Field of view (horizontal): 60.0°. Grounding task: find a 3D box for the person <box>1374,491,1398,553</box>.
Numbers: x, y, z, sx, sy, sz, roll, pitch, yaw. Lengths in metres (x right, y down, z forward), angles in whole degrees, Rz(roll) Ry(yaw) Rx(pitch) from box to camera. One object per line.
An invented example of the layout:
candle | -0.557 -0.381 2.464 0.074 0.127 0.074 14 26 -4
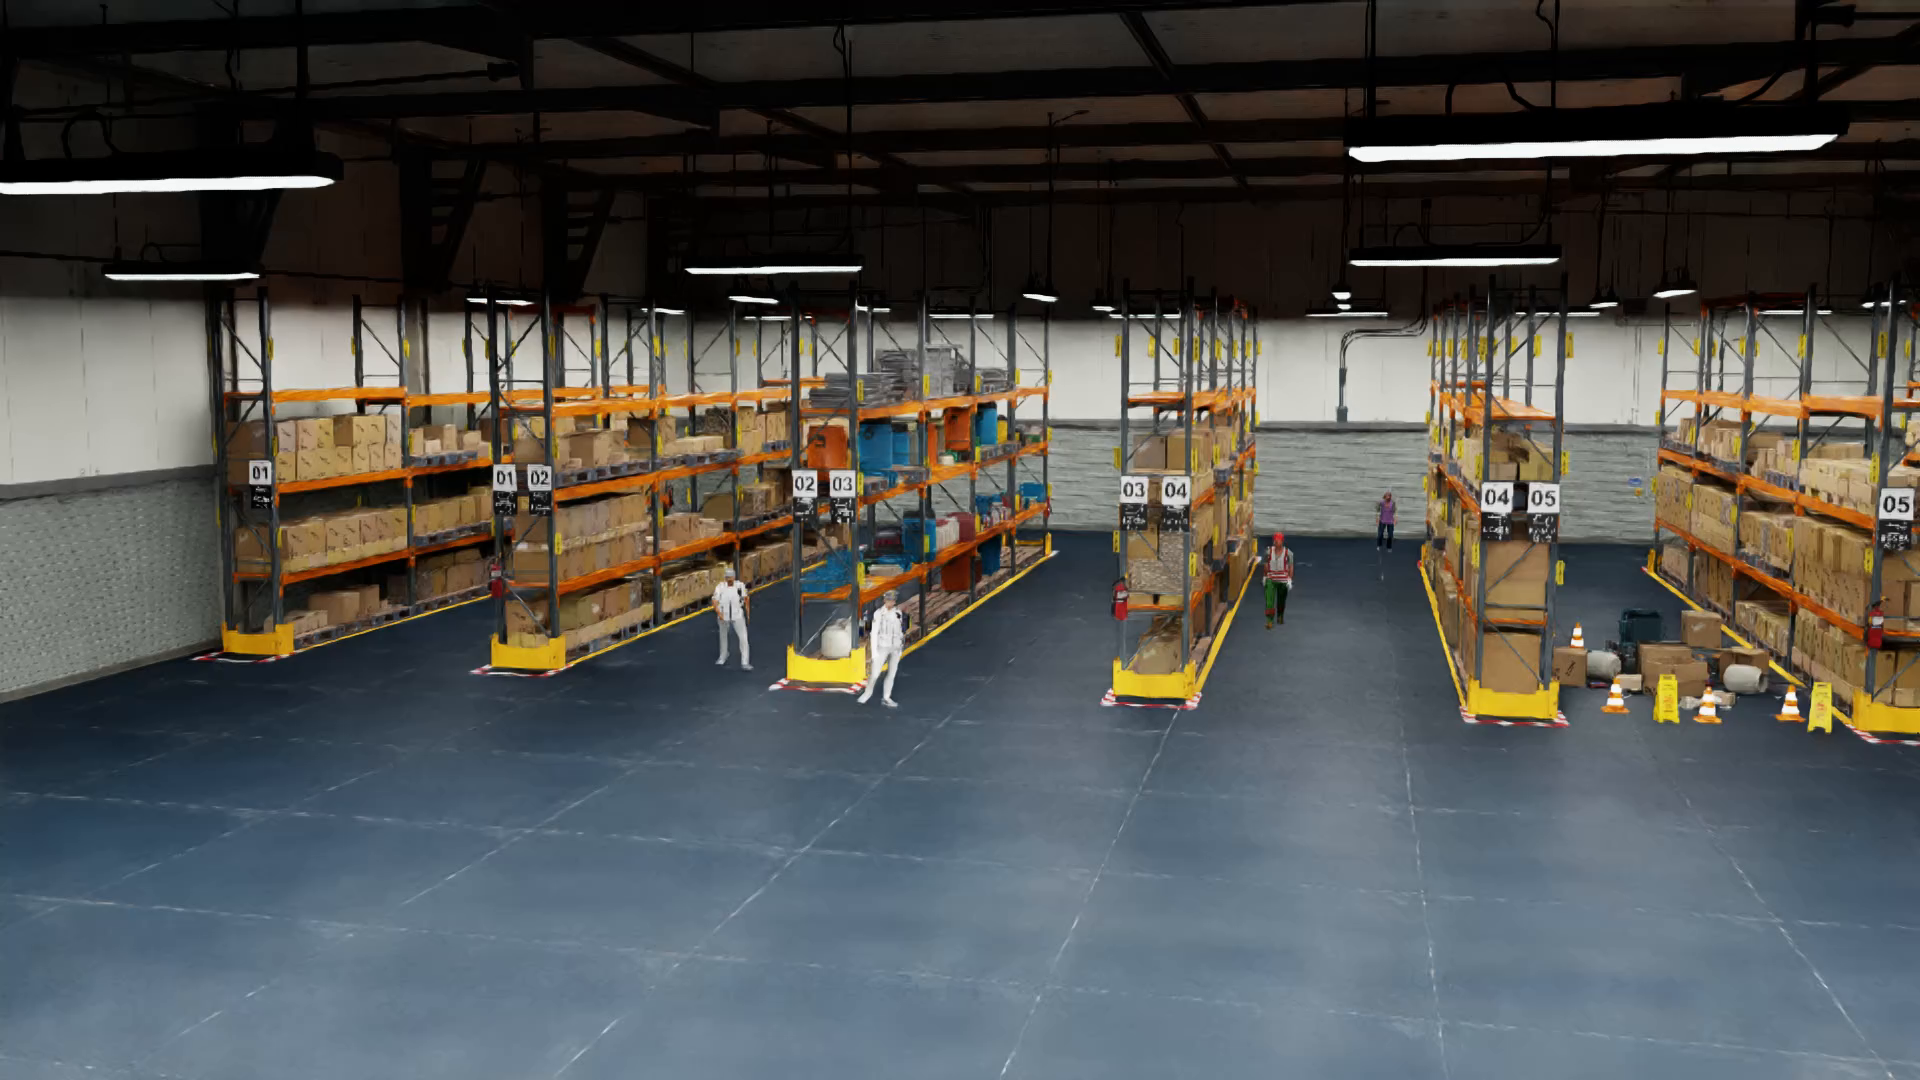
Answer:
person | 10.476 -0.450 40.887 0.566 1.541 0.519 1 7 11

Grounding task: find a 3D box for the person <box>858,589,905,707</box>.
person | -1.092 1.508 23.280 0.638 1.660 0.497 -3 7 -27

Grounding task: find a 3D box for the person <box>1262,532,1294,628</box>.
person | 5.722 0.703 29.942 0.550 1.709 1.128 1 7 11

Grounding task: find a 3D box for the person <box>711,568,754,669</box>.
person | -3.567 1.203 26.155 0.655 1.594 0.824 0 7 -4

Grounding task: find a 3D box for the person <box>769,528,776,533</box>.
person | -4.826 -0.605 41.670 0.677 1.674 0.534 1 7 12
